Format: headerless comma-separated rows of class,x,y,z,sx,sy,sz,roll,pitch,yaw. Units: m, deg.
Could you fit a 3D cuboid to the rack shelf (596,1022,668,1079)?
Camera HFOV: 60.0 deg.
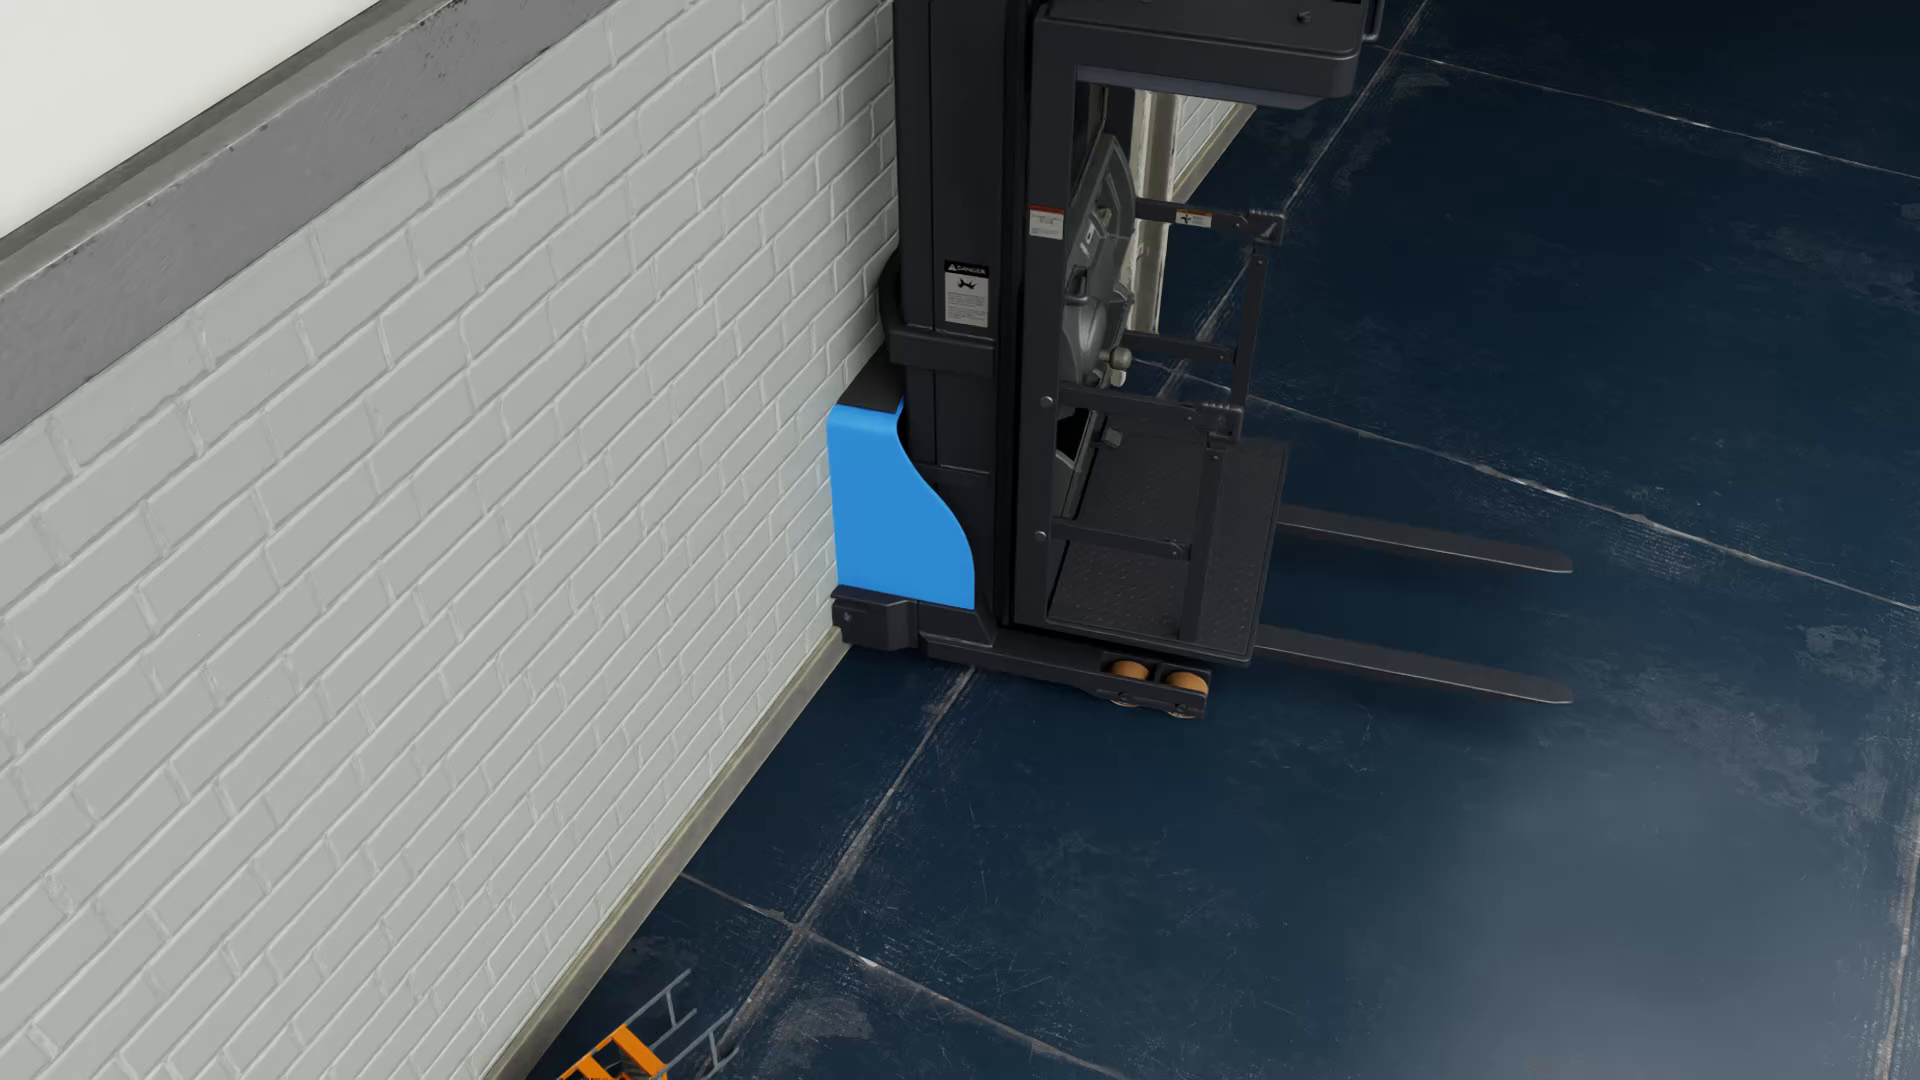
rack shelf,-0.894,1.485,4.597,0.180,0.258,0.103,34,53,28

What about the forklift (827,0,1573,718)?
forklift,0.613,-0.845,5.025,3.031,2.935,1.130,11,46,10

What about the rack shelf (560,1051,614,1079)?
rack shelf,-0.976,1.546,4.533,0.180,0.258,0.103,34,53,28

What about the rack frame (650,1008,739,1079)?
rack frame,-1.041,1.690,4.385,0.006,0.240,1.200,34,53,28

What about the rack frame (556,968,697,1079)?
rack frame,-1.175,1.600,4.471,0.006,0.240,1.200,34,53,28

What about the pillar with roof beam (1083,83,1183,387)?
pillar with roof beam,4.432,-2.549,2.442,9.100,9.000,0.400,20,49,19

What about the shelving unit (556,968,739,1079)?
shelving unit,-1.108,1.645,4.428,0.189,0.258,1.200,34,53,28
